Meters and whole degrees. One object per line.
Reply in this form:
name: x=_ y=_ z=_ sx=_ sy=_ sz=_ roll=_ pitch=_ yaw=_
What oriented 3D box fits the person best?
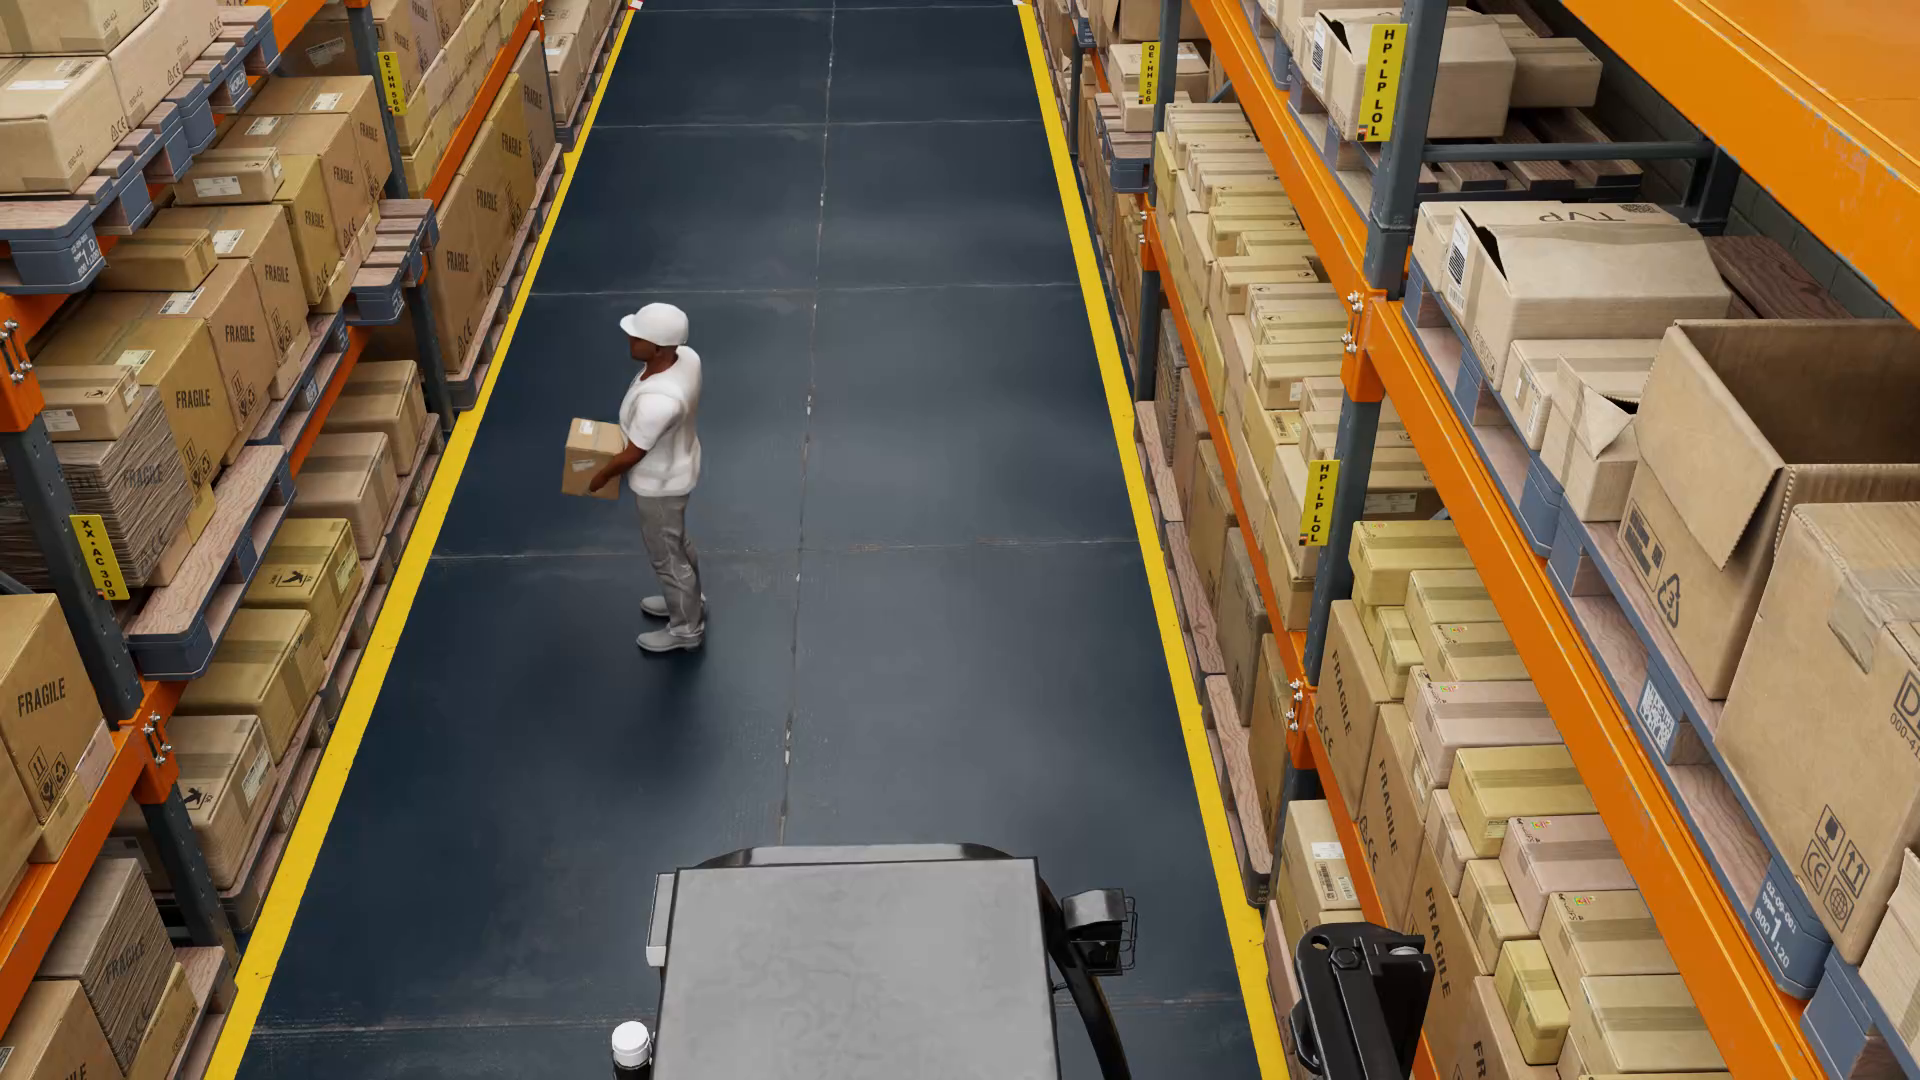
person: x=-1.438 y=-0.288 z=7.583 sx=0.571 sy=1.770 sz=0.516 roll=1 pitch=35 yaw=2
